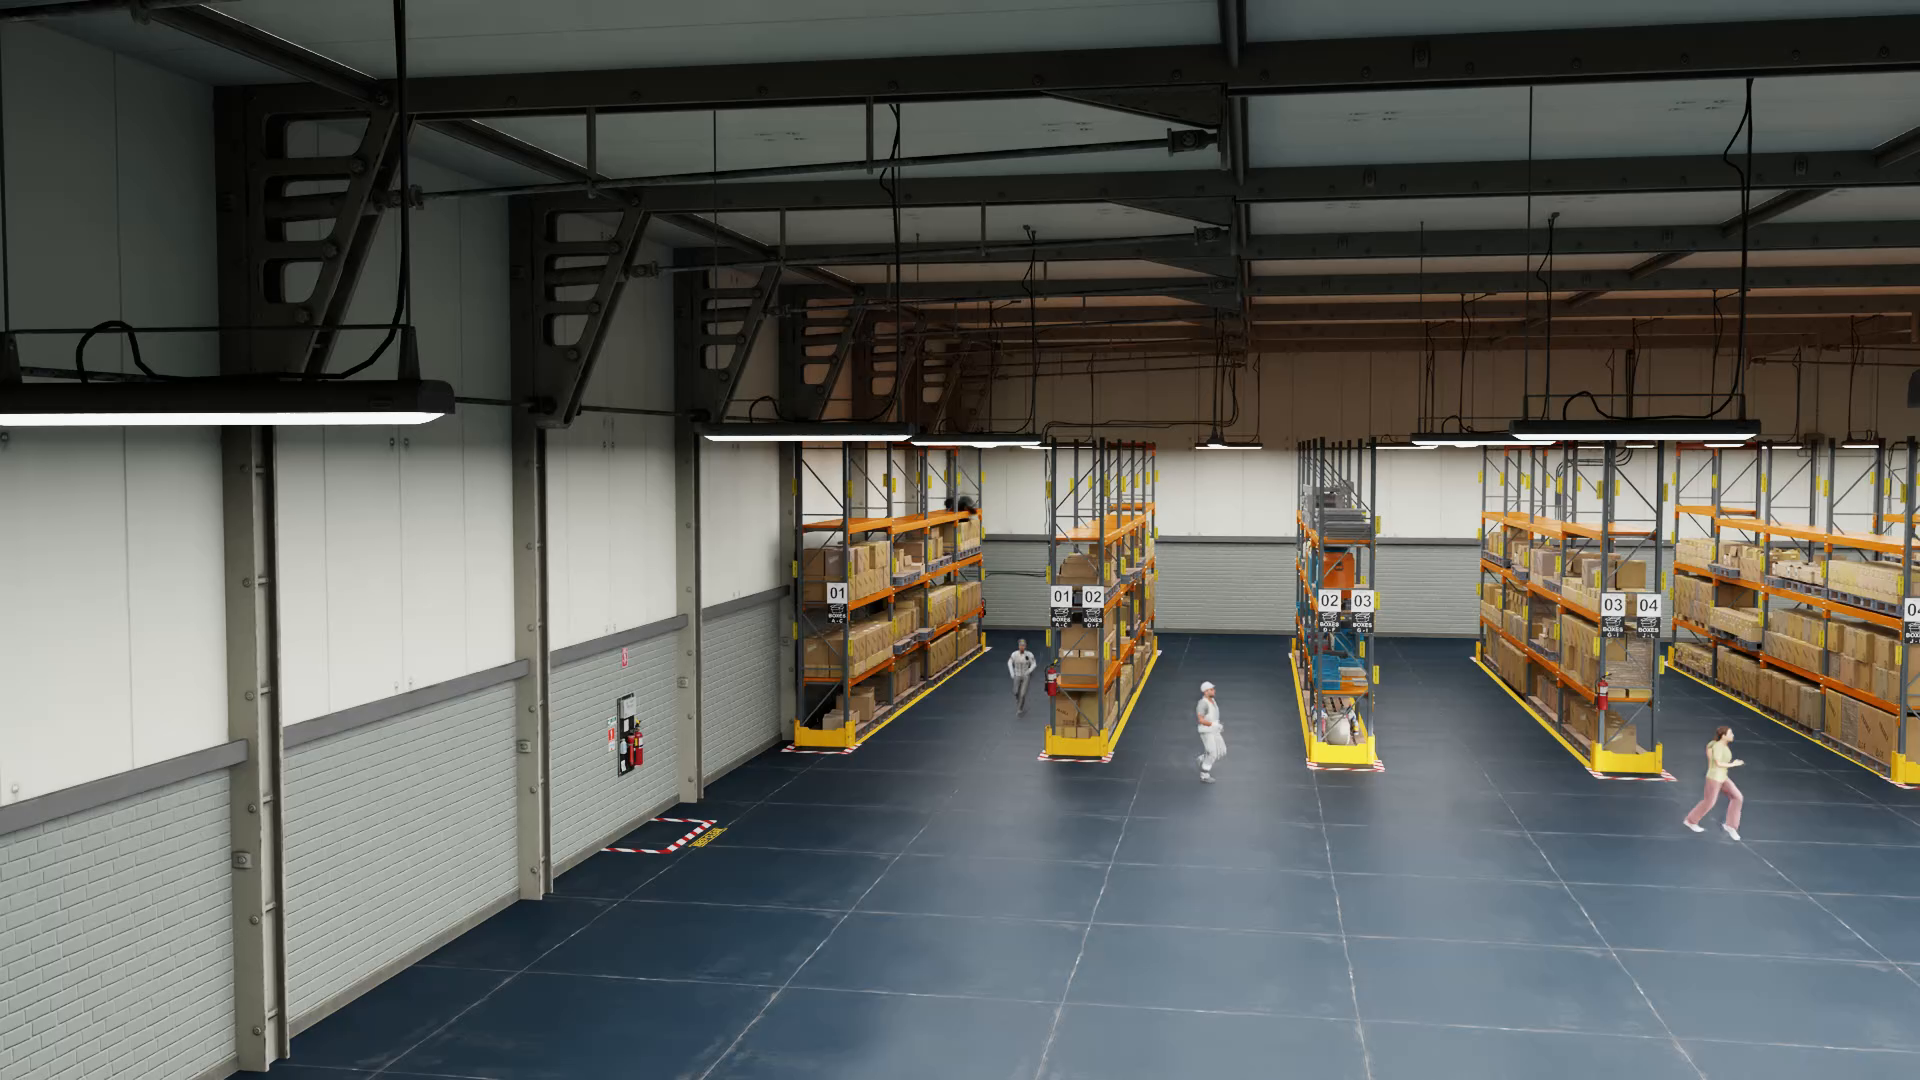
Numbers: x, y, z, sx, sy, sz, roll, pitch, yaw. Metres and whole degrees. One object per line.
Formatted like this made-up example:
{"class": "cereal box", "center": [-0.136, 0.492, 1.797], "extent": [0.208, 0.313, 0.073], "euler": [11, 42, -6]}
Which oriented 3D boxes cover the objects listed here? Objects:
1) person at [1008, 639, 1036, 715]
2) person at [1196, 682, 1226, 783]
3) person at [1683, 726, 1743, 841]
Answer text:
{"class": "person", "center": [1.350, 2.982, 36.301], "extent": [0.627, 1.655, 0.528], "euler": [0, 3, 7]}
{"class": "person", "center": [4.331, 3.328, 28.805], "extent": [0.592, 1.742, 0.655], "euler": [2, 4, 31]}
{"class": "person", "center": [11.191, 3.585, 24.700], "extent": [0.820, 1.701, 0.599], "euler": [2, 4, 35]}
